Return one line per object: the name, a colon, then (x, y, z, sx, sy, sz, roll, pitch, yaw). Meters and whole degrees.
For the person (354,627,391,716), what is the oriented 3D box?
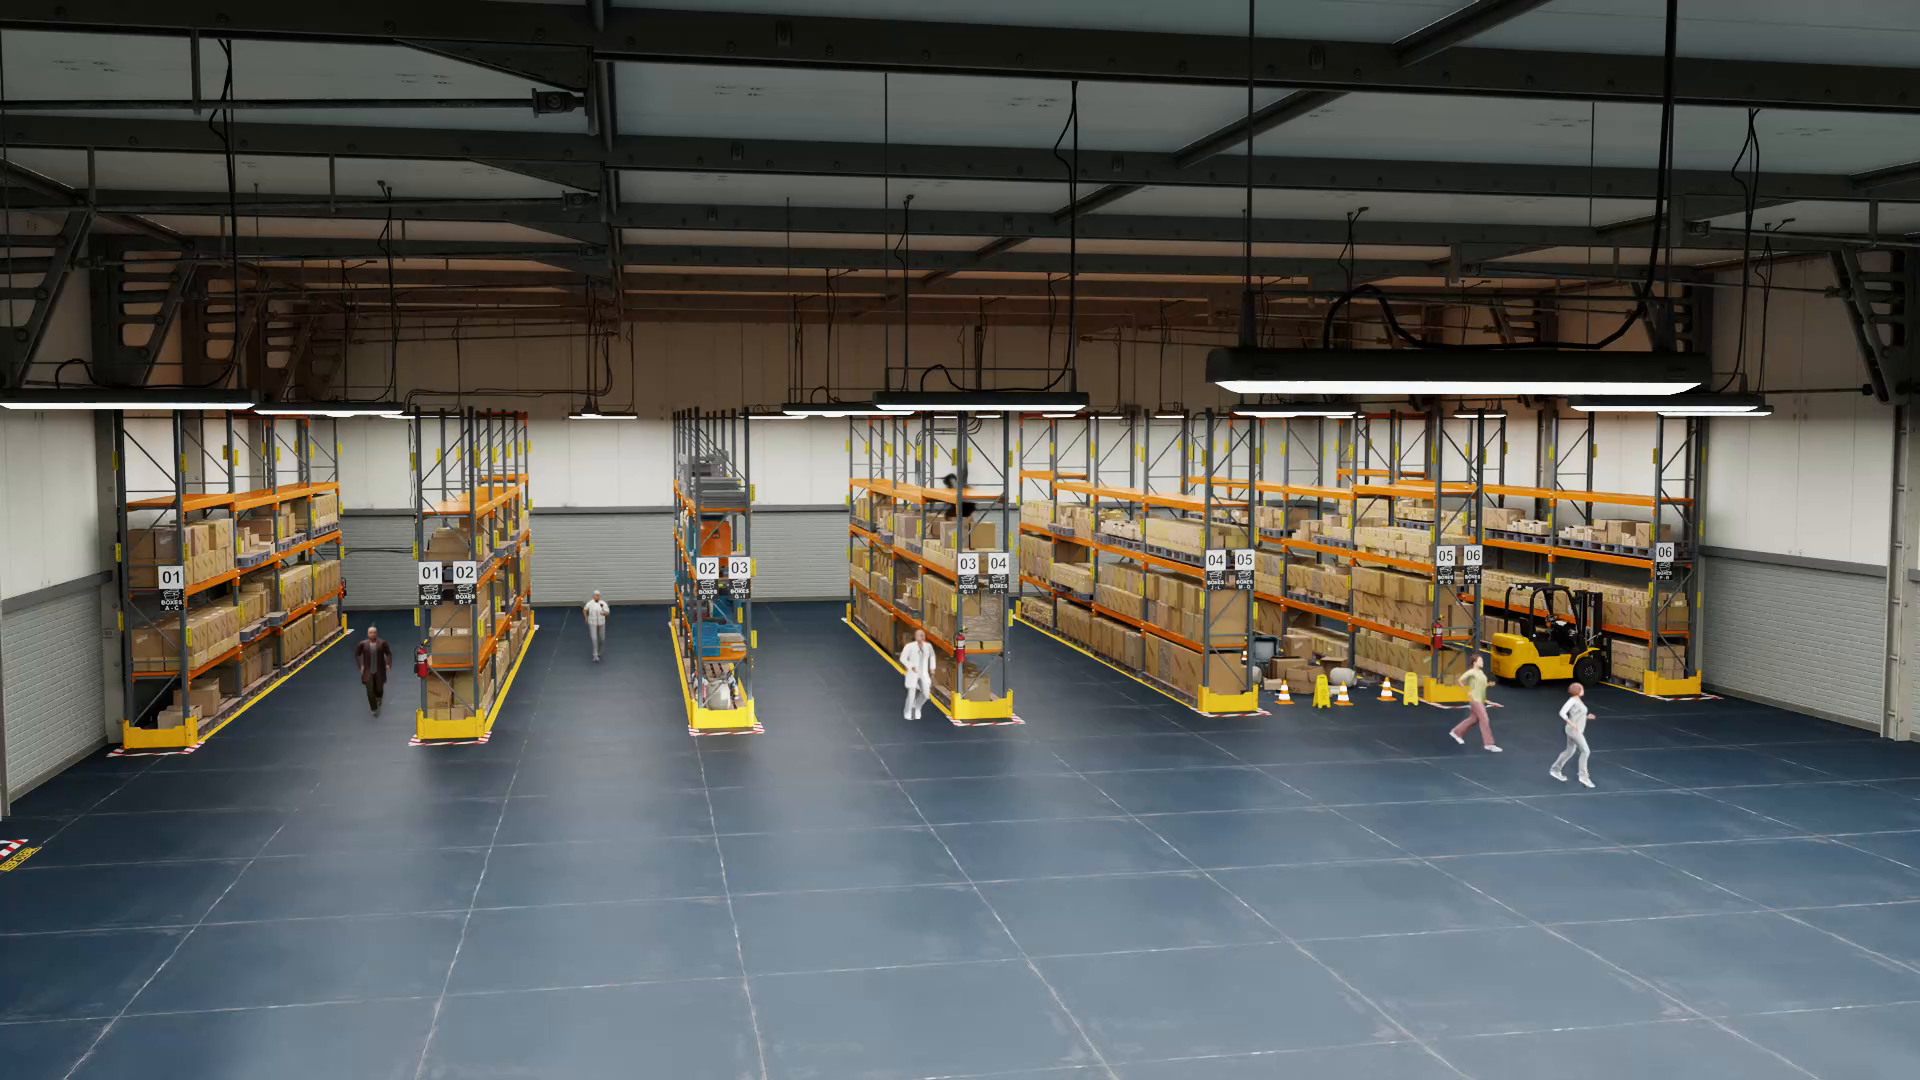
person: (-11.501, 2.553, 32.574, 0.686, 1.731, 0.693, -2, 4, -20)

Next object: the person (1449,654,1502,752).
person: (8.985, 2.805, 28.930, 0.964, 1.659, 0.573, 3, 5, 36)

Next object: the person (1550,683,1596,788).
person: (9.656, 3.055, 26.171, 0.675, 1.633, 0.521, 2, 4, 22)

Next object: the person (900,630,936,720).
person: (-0.778, 2.588, 31.880, 0.777, 1.743, 0.647, -2, 4, -22)

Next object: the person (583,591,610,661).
person: (-8.721, 2.036, 39.957, 0.608, 1.650, 0.943, -1, 4, -19)
